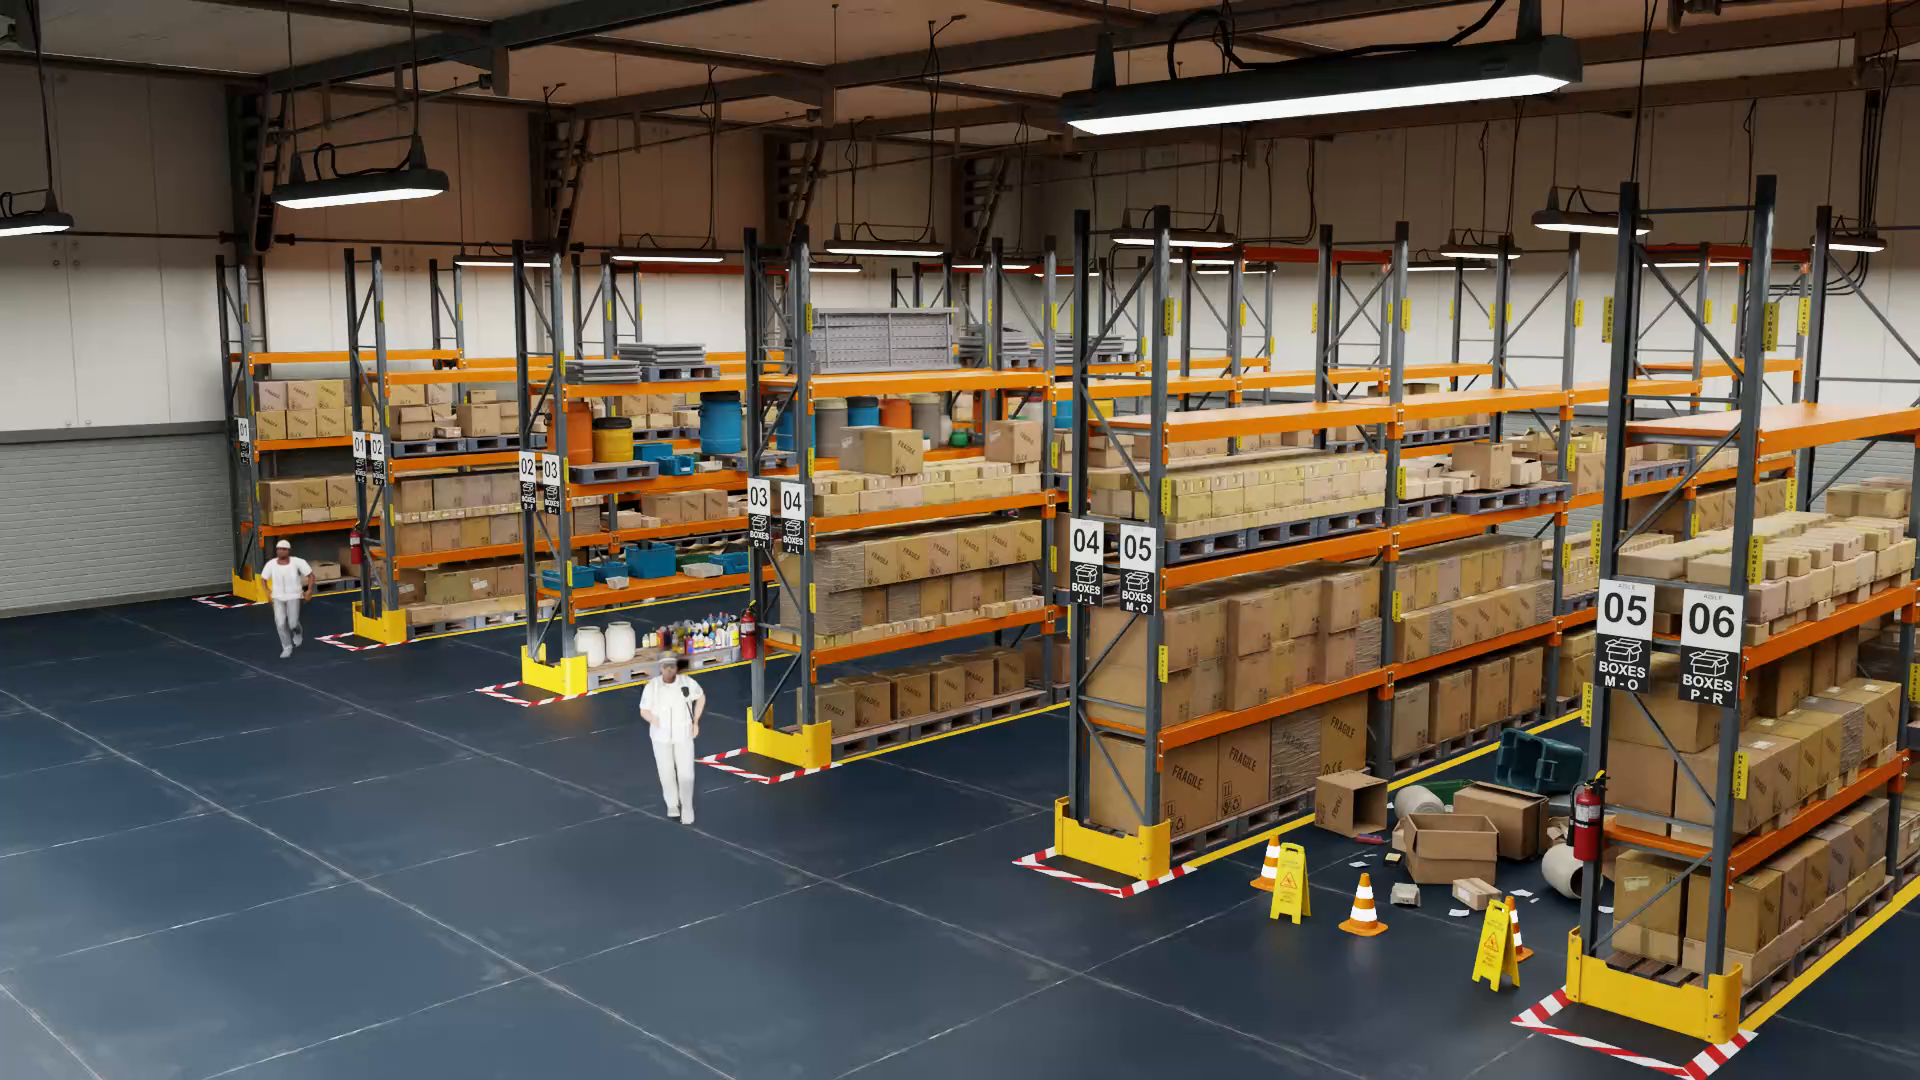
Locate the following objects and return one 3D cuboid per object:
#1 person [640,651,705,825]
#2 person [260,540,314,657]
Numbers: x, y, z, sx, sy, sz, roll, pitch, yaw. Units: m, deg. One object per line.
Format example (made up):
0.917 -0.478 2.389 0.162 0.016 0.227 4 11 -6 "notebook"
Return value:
-2.853 1.978 16.524 0.638 1.791 0.709 -1 8 -7 "person"
-9.931 0.848 24.566 0.741 1.727 0.612 -2 8 -13 "person"
